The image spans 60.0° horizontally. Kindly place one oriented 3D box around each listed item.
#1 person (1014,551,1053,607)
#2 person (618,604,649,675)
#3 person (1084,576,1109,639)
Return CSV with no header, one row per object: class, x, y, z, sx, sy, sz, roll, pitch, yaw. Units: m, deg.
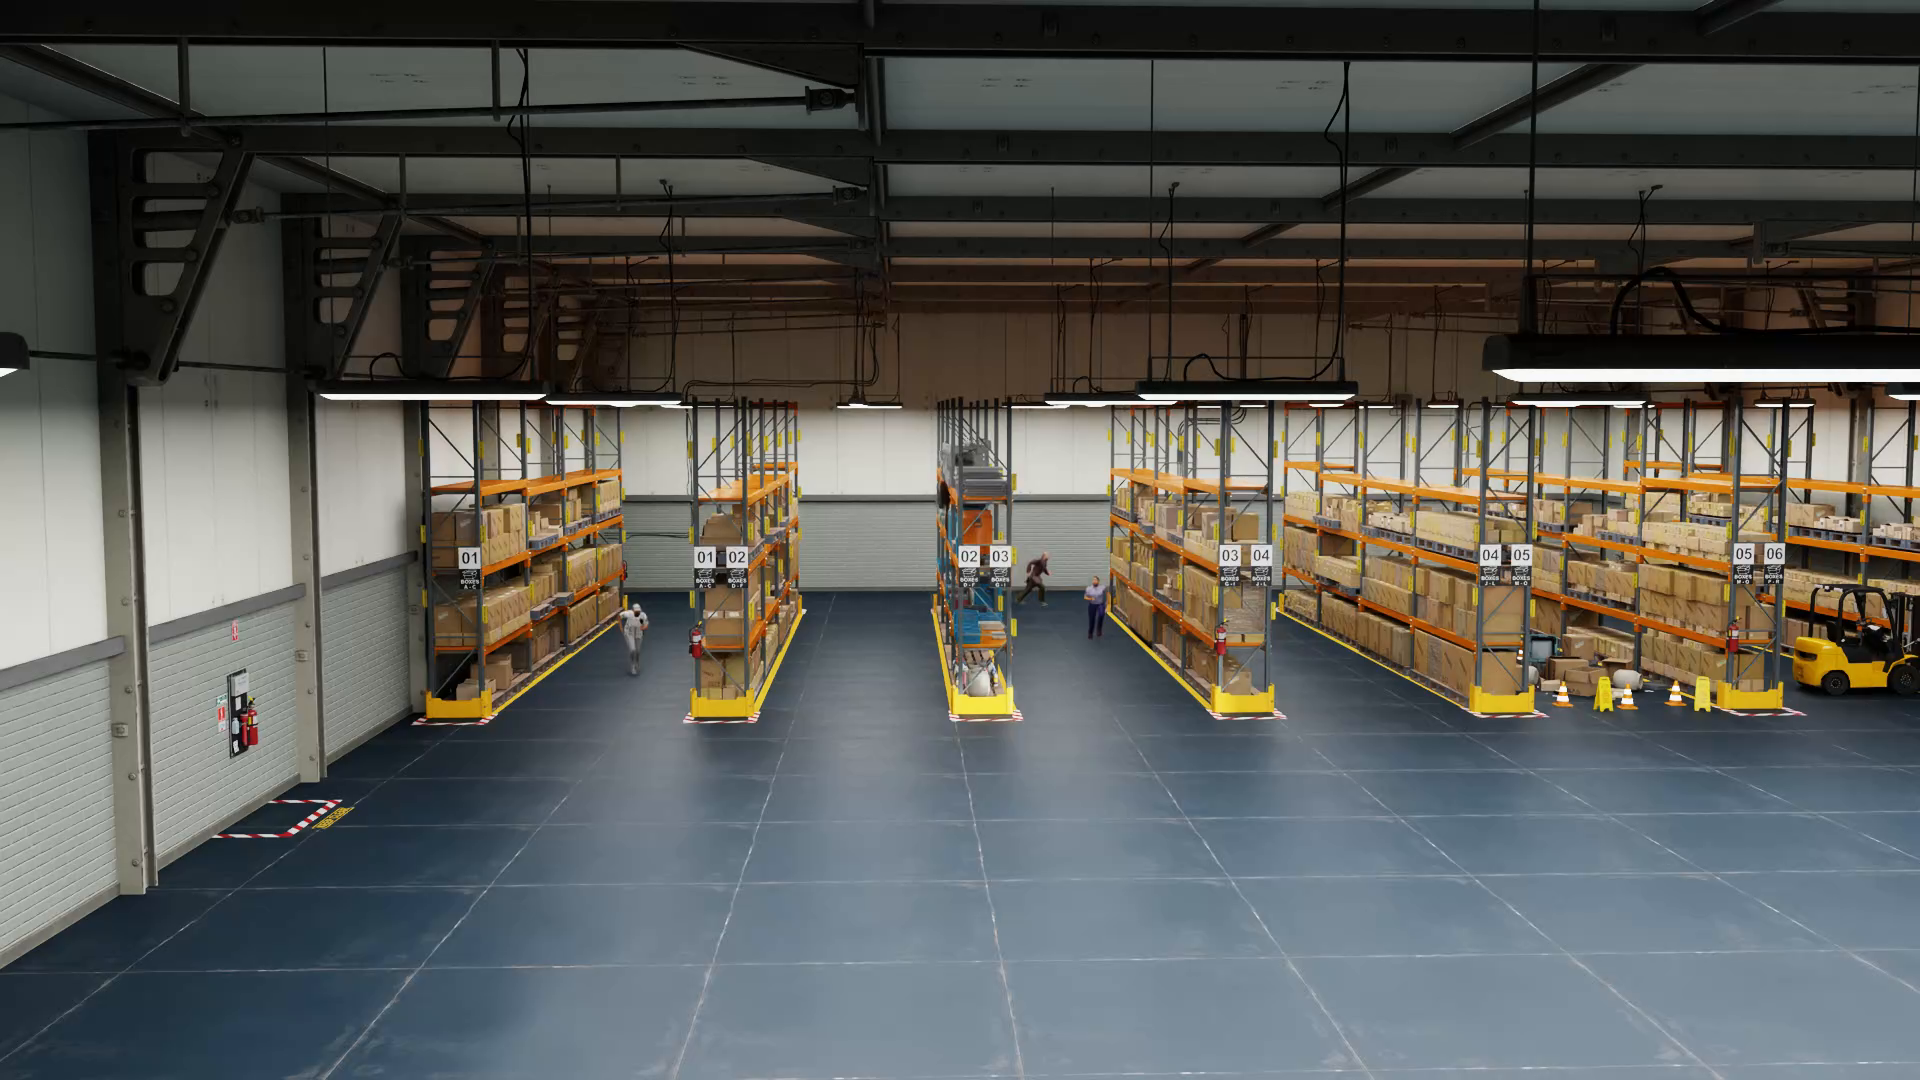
person,2.156,1.129,48.811,1.155,1.619,0.707,1,5,17
person,-7.146,2.164,36.398,0.656,1.620,0.999,-1,5,-19
person,3.380,1.692,41.194,0.616,1.596,0.948,0,4,6
